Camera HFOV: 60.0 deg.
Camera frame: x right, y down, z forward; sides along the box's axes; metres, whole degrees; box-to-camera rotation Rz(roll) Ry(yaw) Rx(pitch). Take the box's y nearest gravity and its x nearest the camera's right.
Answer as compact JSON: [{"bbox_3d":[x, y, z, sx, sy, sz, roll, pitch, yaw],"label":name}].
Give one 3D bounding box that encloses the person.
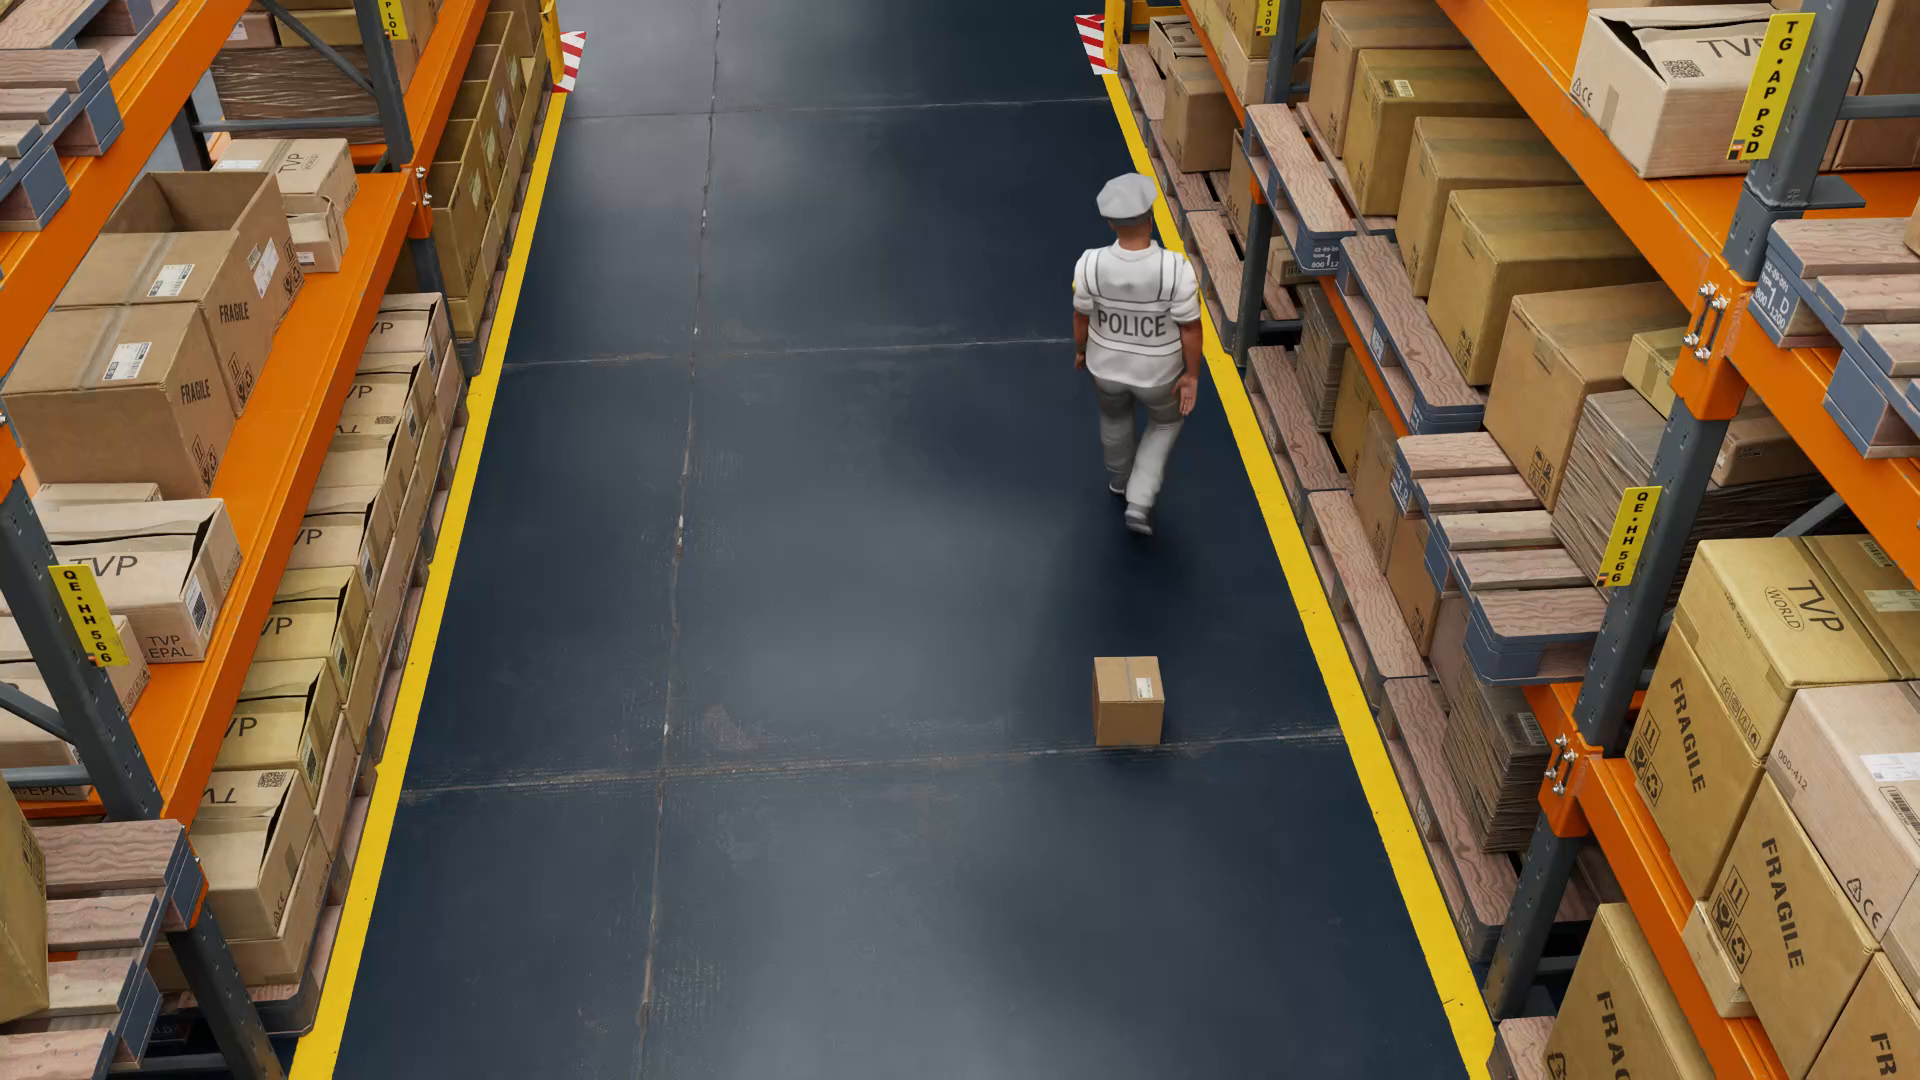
[{"bbox_3d":[0.784,-0.825,7.206,0.571,1.725,0.758,10,40,13],"label":"person"}]
